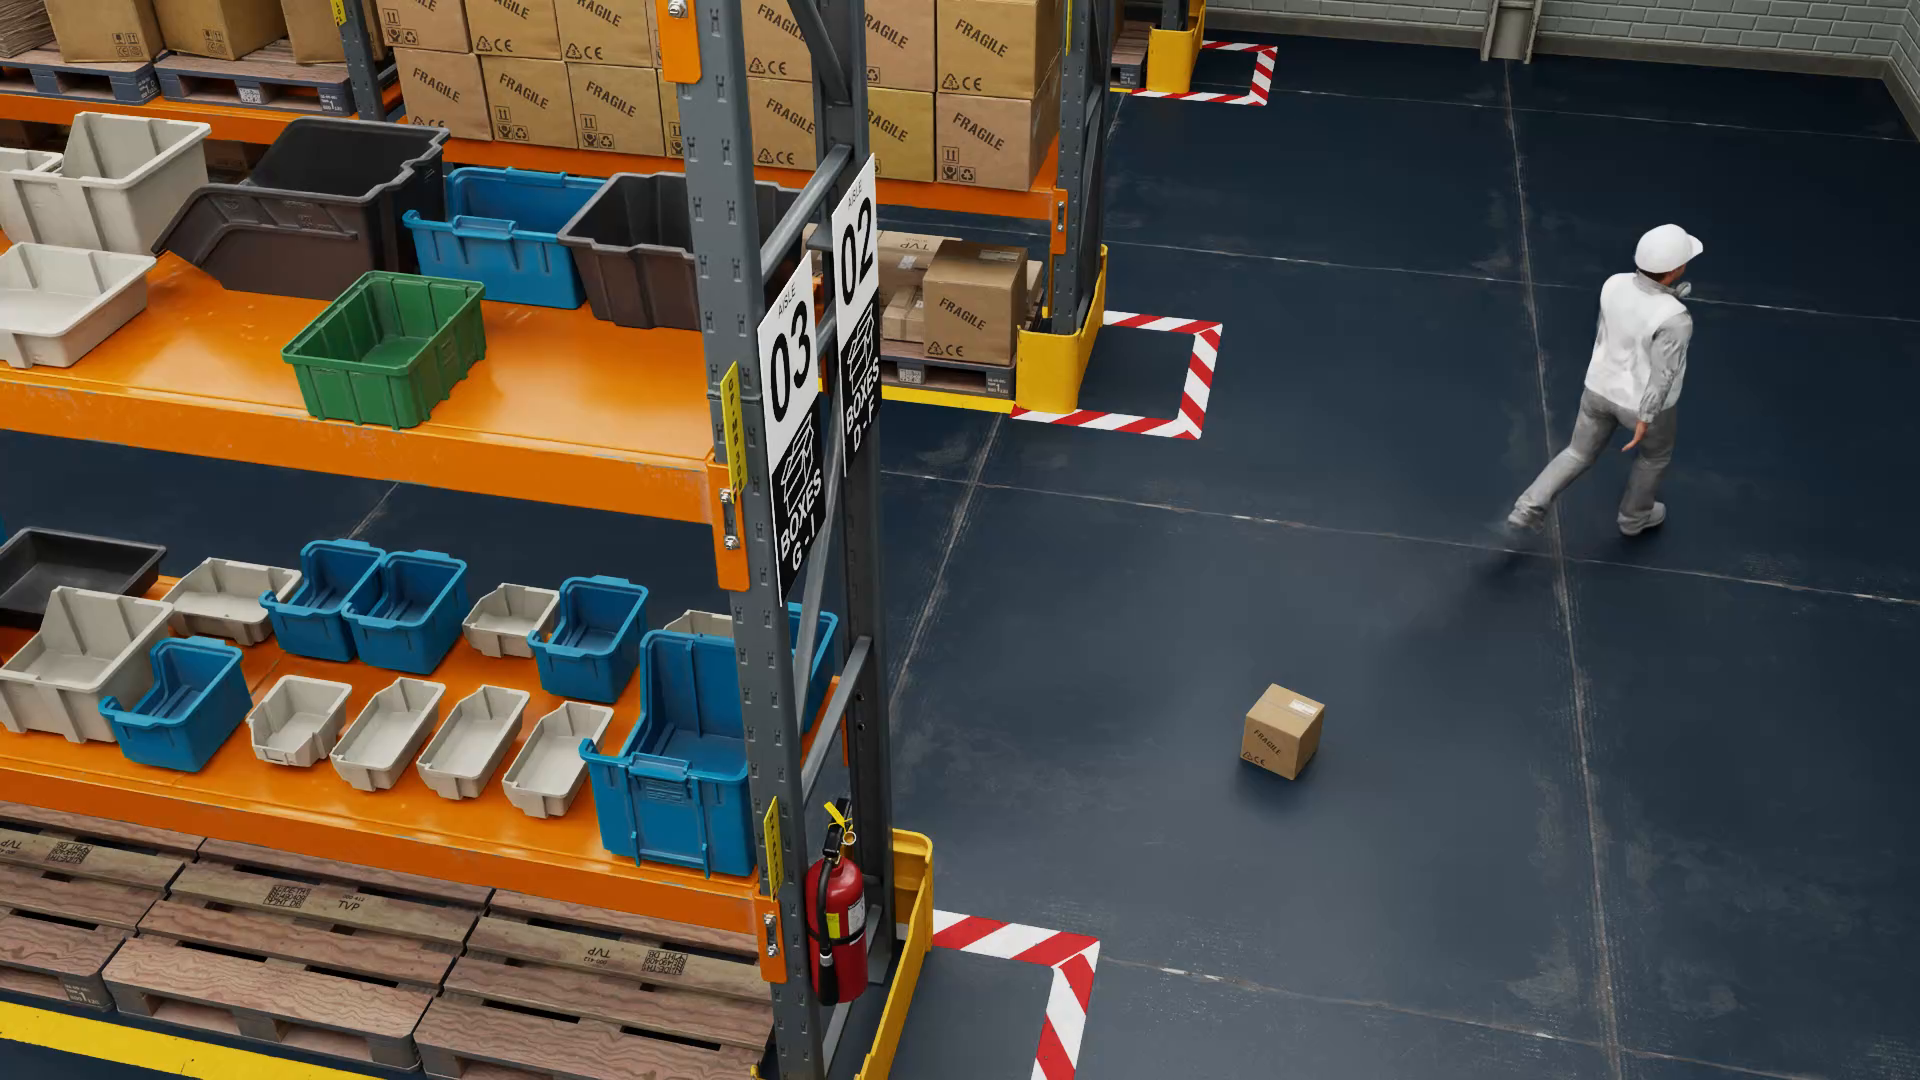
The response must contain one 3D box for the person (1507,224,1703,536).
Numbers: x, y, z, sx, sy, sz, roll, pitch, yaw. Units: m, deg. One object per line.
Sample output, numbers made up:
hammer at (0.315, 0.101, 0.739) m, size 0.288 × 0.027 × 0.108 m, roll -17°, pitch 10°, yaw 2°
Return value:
person at (3.165, -0.712, 7.909) m, size 0.957 × 1.731 × 0.532 m, roll -21°, pitch 41°, yaw -26°
